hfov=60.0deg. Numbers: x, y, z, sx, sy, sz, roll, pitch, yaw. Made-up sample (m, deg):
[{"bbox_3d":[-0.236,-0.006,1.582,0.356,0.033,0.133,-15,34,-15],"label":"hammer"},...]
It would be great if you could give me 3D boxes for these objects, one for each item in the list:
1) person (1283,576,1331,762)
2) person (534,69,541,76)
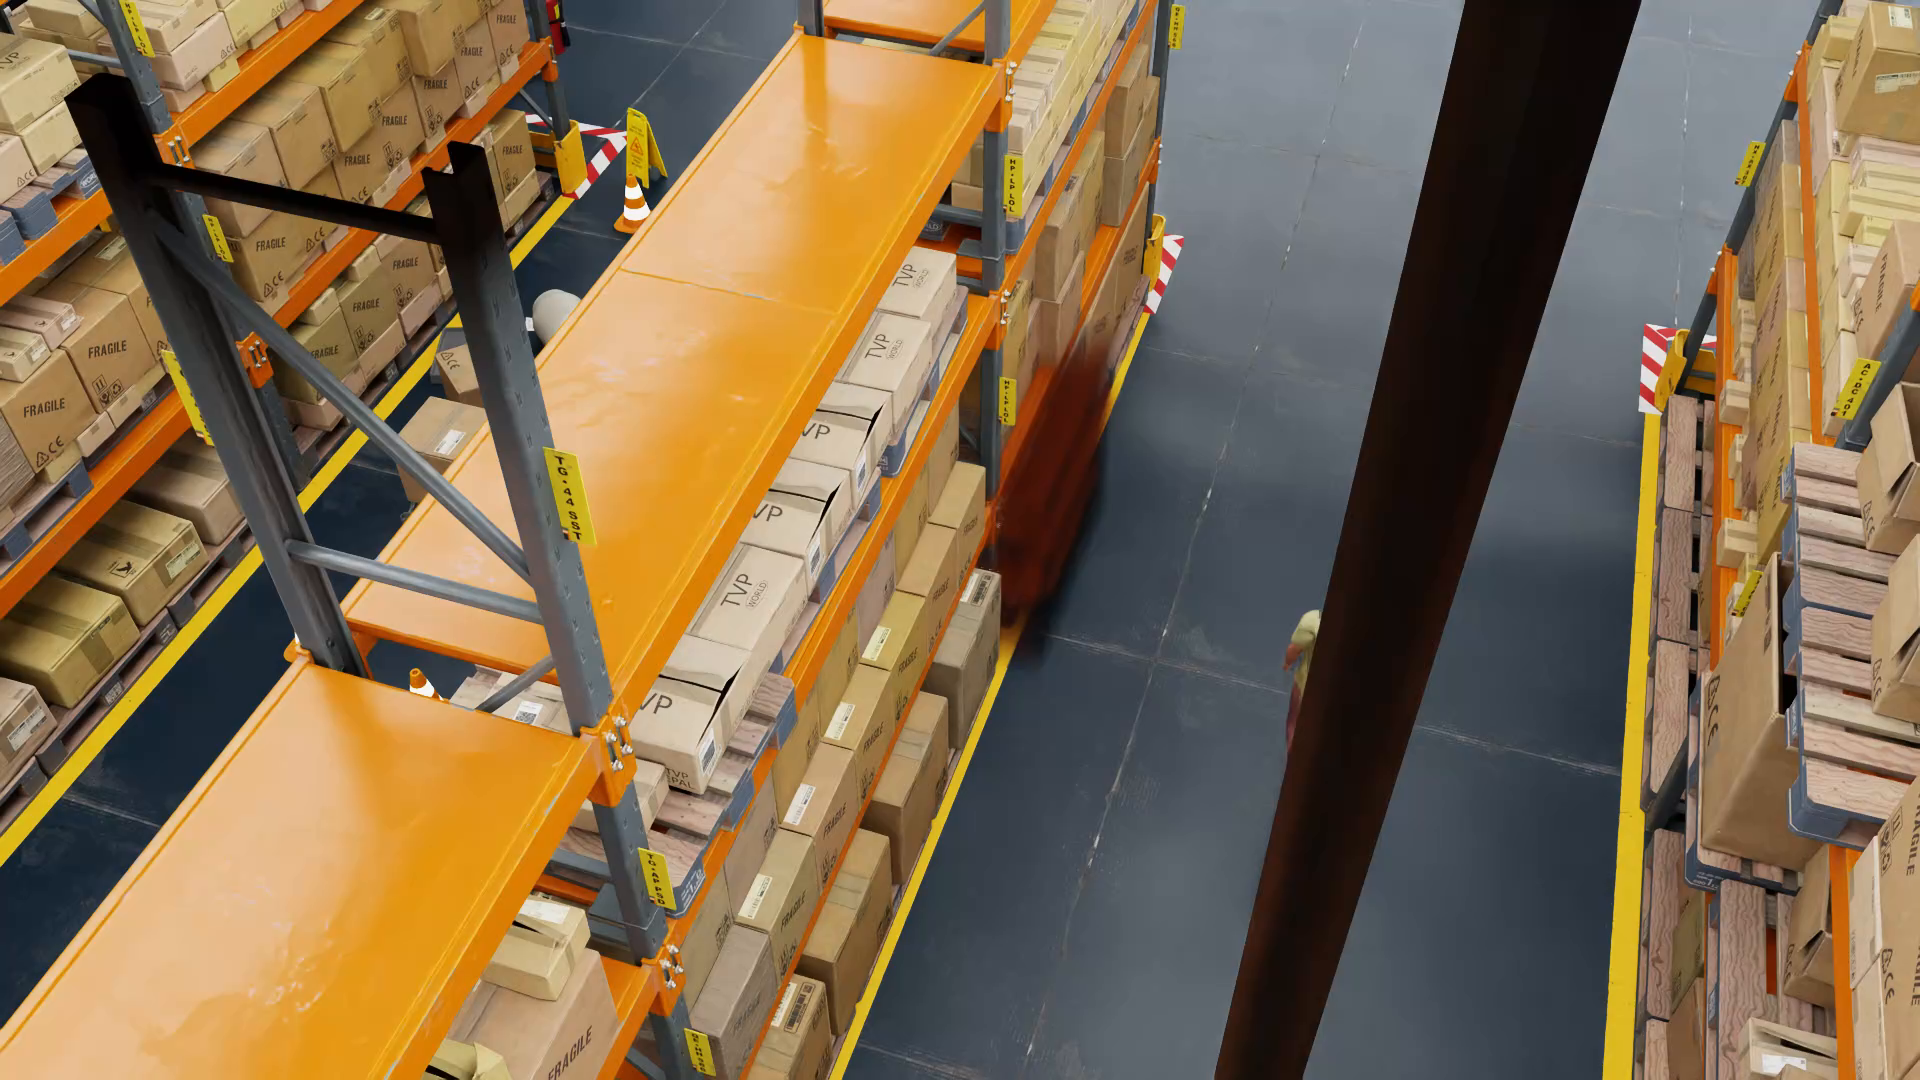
[{"bbox_3d":[2.034,0.692,9.079,0.524,1.440,1.081,6,46,6],"label":"person"},{"bbox_3d":[-4.172,-4.781,14.568,0.761,1.755,0.559,-15,48,-14],"label":"person"}]
